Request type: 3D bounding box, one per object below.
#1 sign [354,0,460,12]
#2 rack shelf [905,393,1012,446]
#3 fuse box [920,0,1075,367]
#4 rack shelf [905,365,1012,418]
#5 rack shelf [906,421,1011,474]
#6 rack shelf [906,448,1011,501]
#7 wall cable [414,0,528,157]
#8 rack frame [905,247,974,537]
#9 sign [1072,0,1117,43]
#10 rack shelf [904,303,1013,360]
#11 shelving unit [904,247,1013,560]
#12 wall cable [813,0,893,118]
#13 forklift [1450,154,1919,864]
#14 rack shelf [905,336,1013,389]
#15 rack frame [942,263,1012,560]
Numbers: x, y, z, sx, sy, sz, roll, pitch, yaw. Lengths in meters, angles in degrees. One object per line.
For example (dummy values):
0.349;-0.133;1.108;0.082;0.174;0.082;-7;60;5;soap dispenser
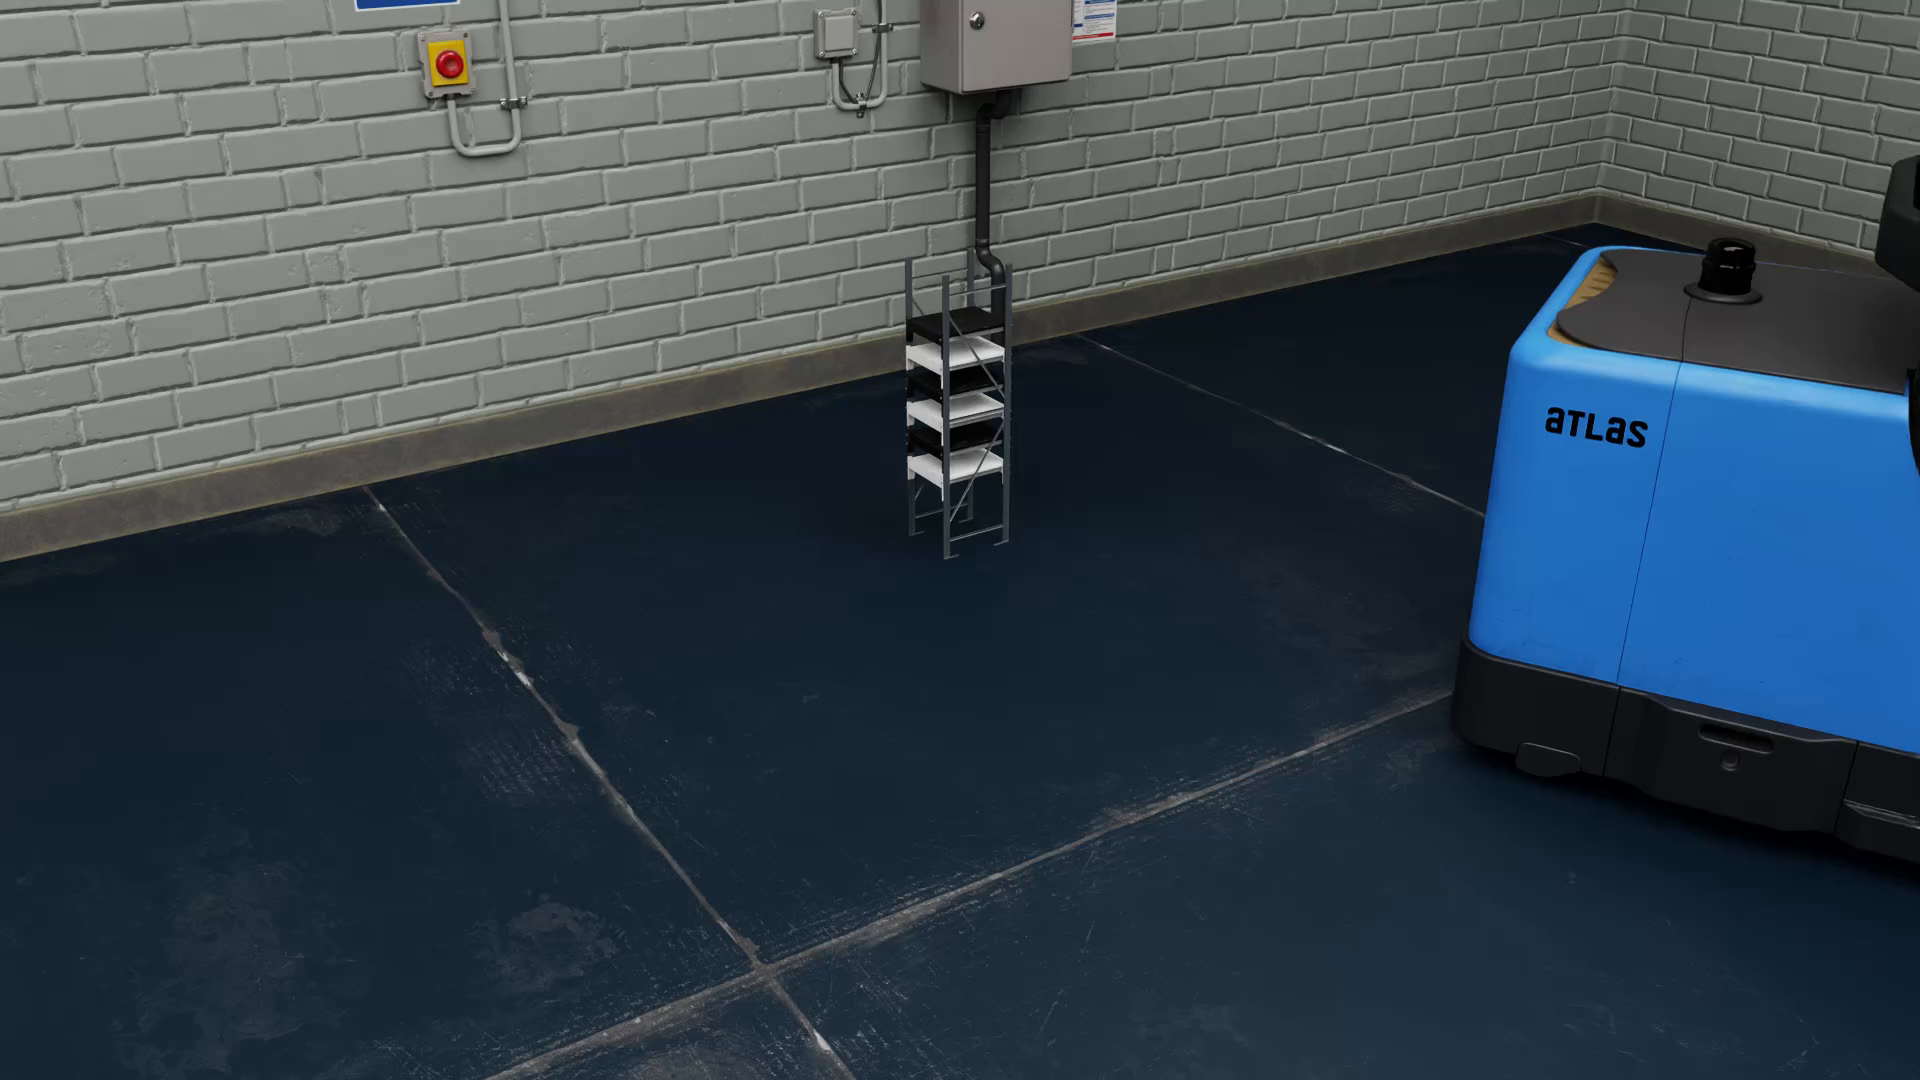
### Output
-1.724;-1.763;5.153;0.327;0.218;0.001;-16;29;-30;sign
-0.004;-0.380;5.078;0.258;0.077;0.200;-16;29;-30;rack shelf
0.190;-1.484;6.390;0.539;1.711;0.414;-16;29;-30;fuse box
-0.004;-0.461;5.040;0.258;0.077;0.200;-16;29;-30;rack shelf
-0.004;-0.298;5.117;0.258;0.077;0.200;-16;29;-30;rack shelf
-0.004;-0.217;5.155;0.258;0.077;0.200;-16;29;-30;rack shelf
-1.650;-2.103;4.965;0.585;1.953;0.123;-16;29;-30;wall cable
-0.060;-0.446;5.141;0.240;0.900;0.006;-16;29;-30;rack frame
0.491;-2.213;6.536;0.329;0.494;0.001;-16;29;-30;sign
-0.004;-0.624;4.963;0.258;0.077;0.200;-16;29;-30;rack shelf
-0.004;-0.410;5.064;0.258;0.900;0.210;-16;29;-30;shelving unit
-0.468;-2.424;5.681;0.588;1.984;0.122;-16;29;-30;wall cable
2.756;-0.670;3.235;3.031;2.935;1.130;13;28;26;forklift
-0.004;-0.542;5.001;0.258;0.077;0.200;-16;29;-30;rack shelf
0.051;-0.373;4.987;0.240;0.900;0.006;-16;29;-30;rack frame
